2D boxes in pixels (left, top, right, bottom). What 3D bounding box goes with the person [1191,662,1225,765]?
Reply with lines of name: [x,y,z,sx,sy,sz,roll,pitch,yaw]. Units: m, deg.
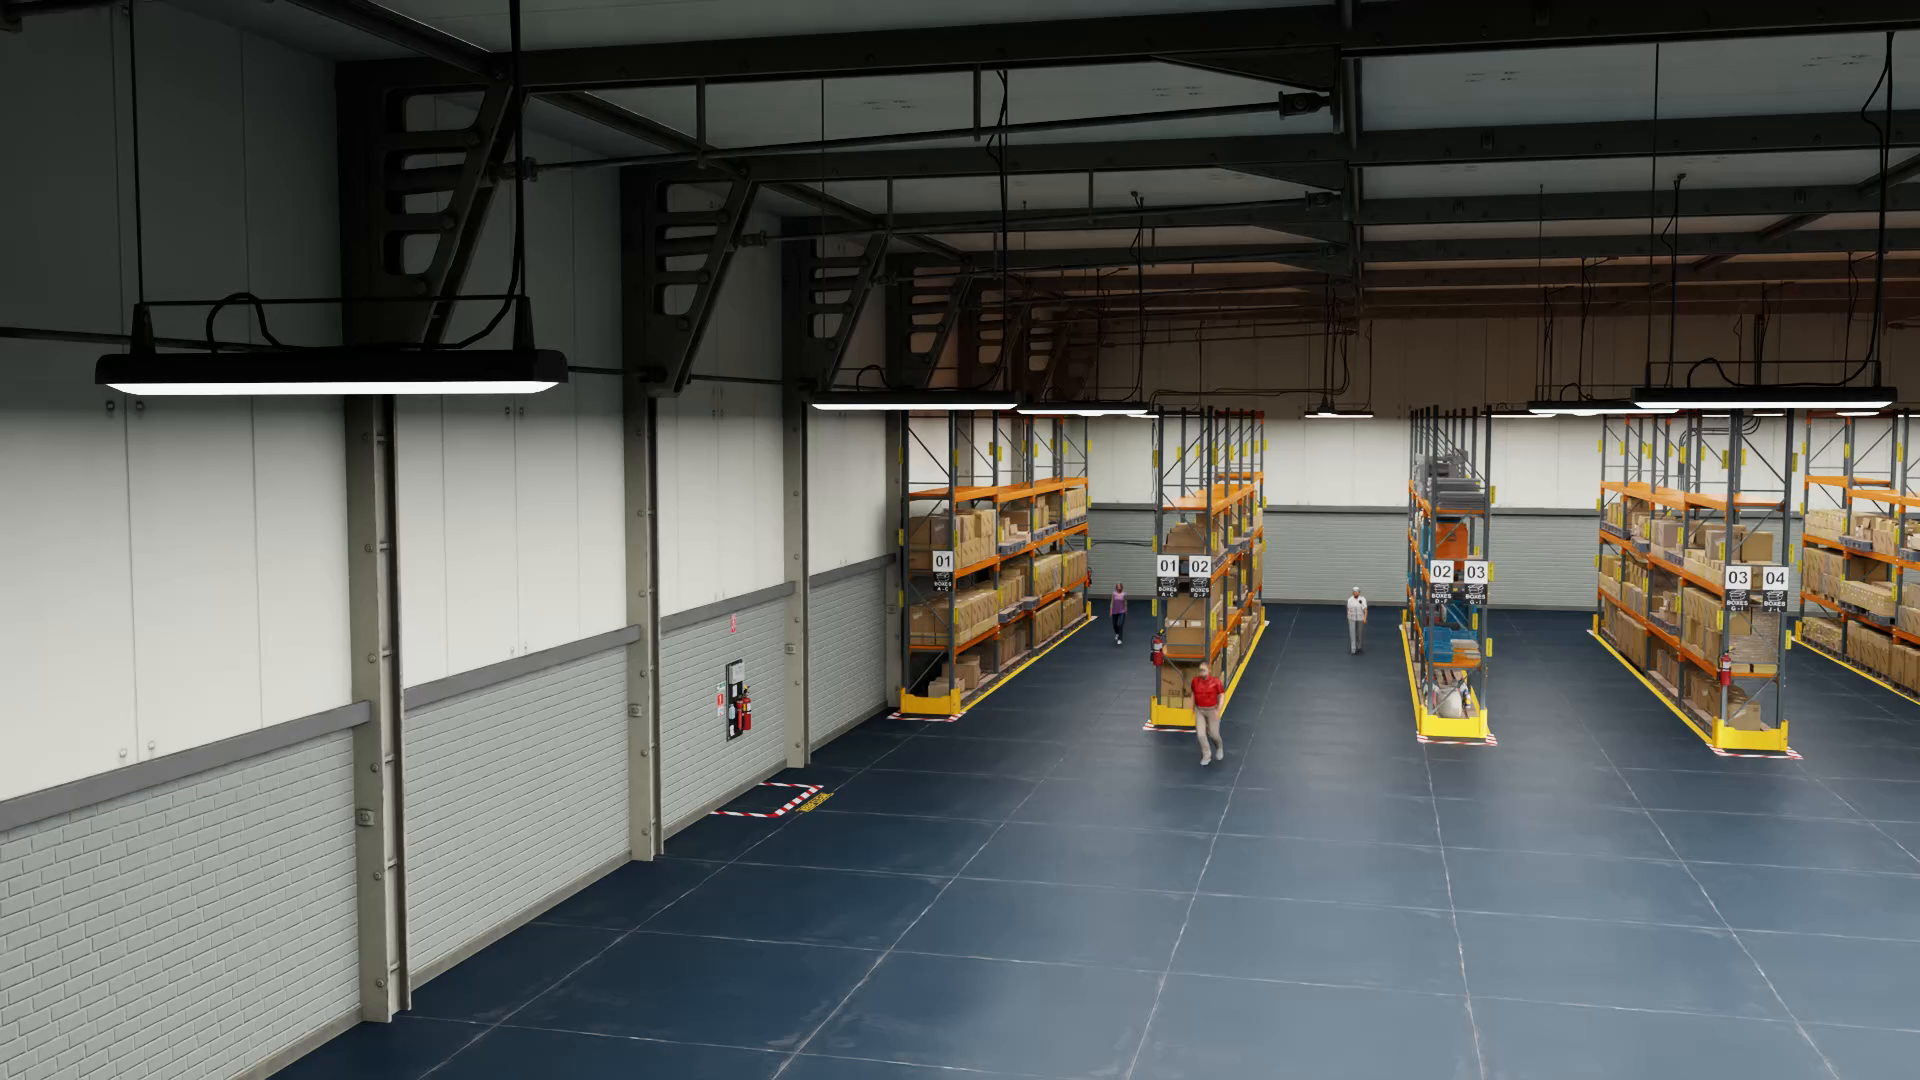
person: [4.174,2.879,27.865,0.598,1.707,0.612,2,5,26]

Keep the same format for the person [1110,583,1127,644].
person: [4.092,1.861,42.745,0.432,1.551,0.899,1,4,13]

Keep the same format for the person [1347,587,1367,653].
person: [9.813,1.957,41.084,0.484,1.605,1.022,1,4,11]
